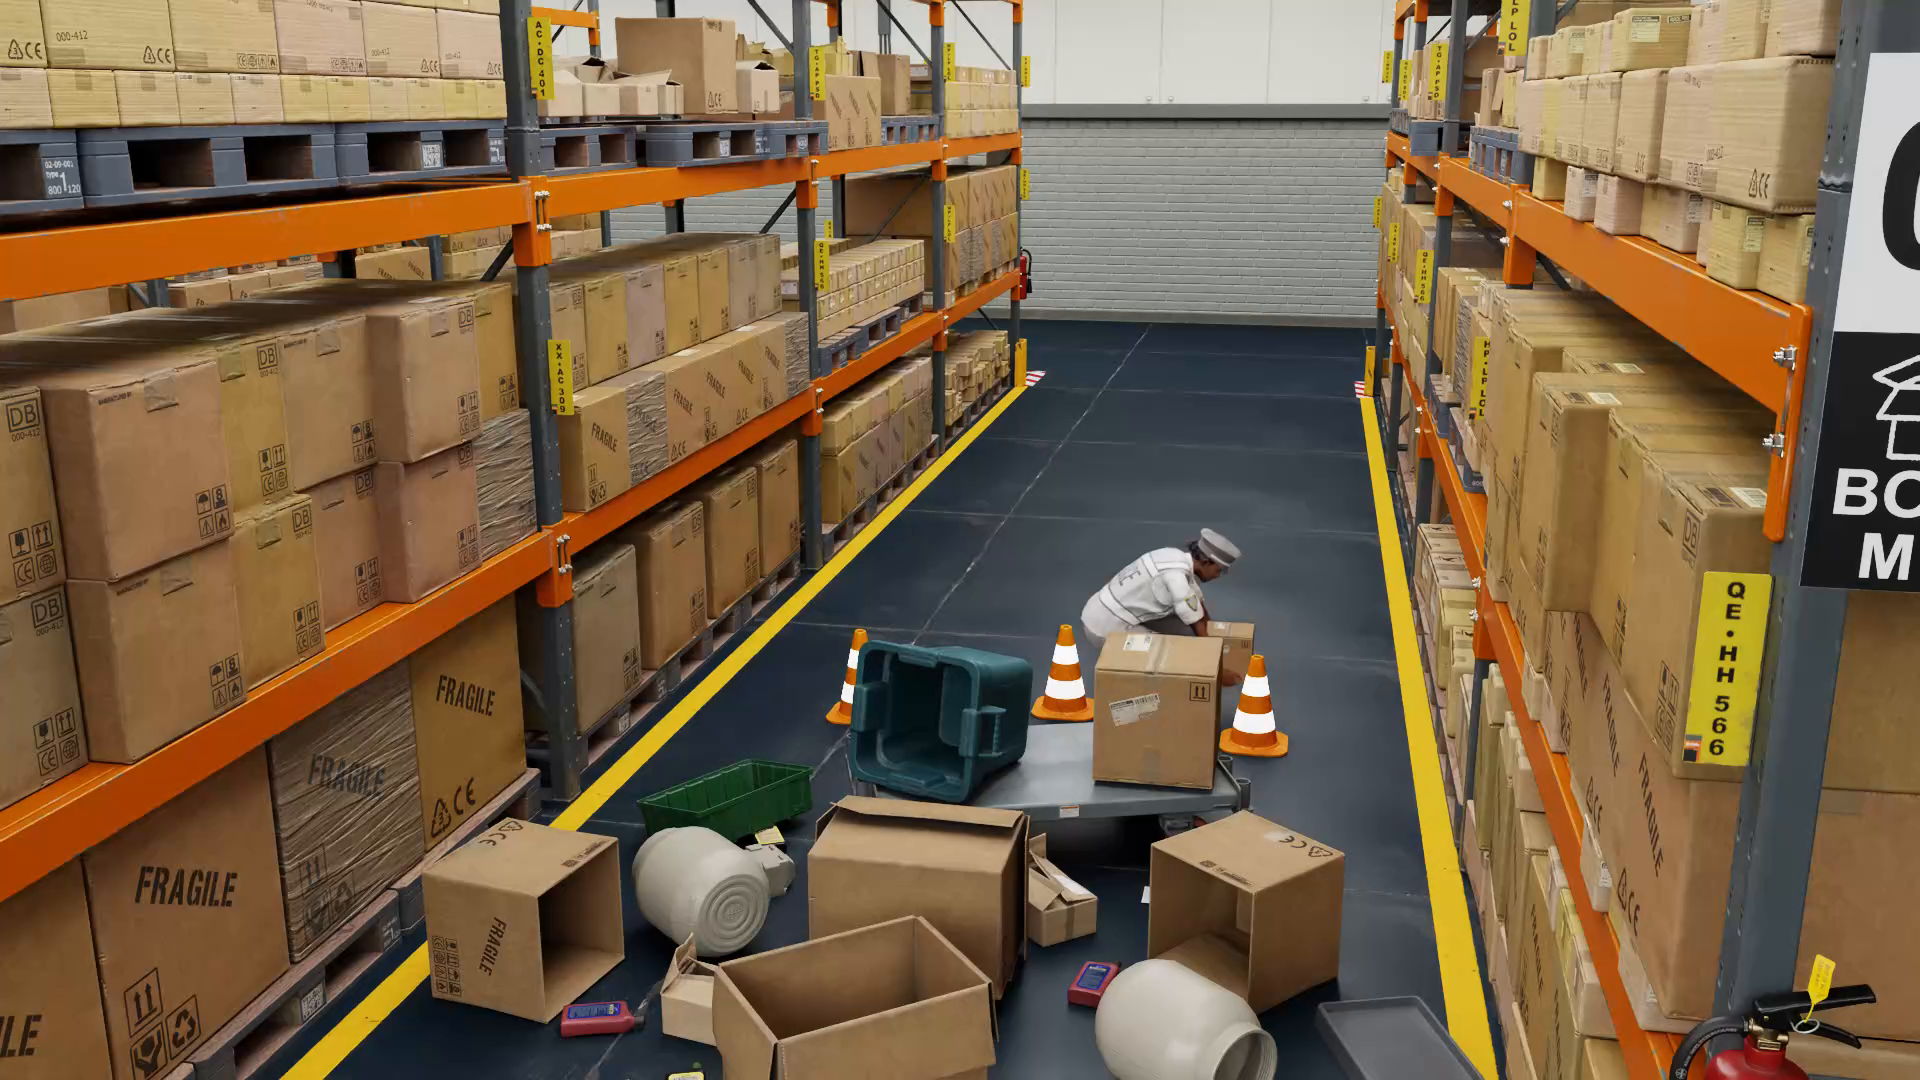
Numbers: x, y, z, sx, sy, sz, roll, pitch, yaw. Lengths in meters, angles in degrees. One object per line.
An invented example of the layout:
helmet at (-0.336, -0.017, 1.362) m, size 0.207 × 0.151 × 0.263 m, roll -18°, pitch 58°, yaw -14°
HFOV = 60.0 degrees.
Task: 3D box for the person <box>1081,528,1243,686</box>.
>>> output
person at (1.077, 0.425, 8.783) m, size 0.867 × 0.976 × 0.460 m, roll 3°, pitch 15°, yaw 10°
